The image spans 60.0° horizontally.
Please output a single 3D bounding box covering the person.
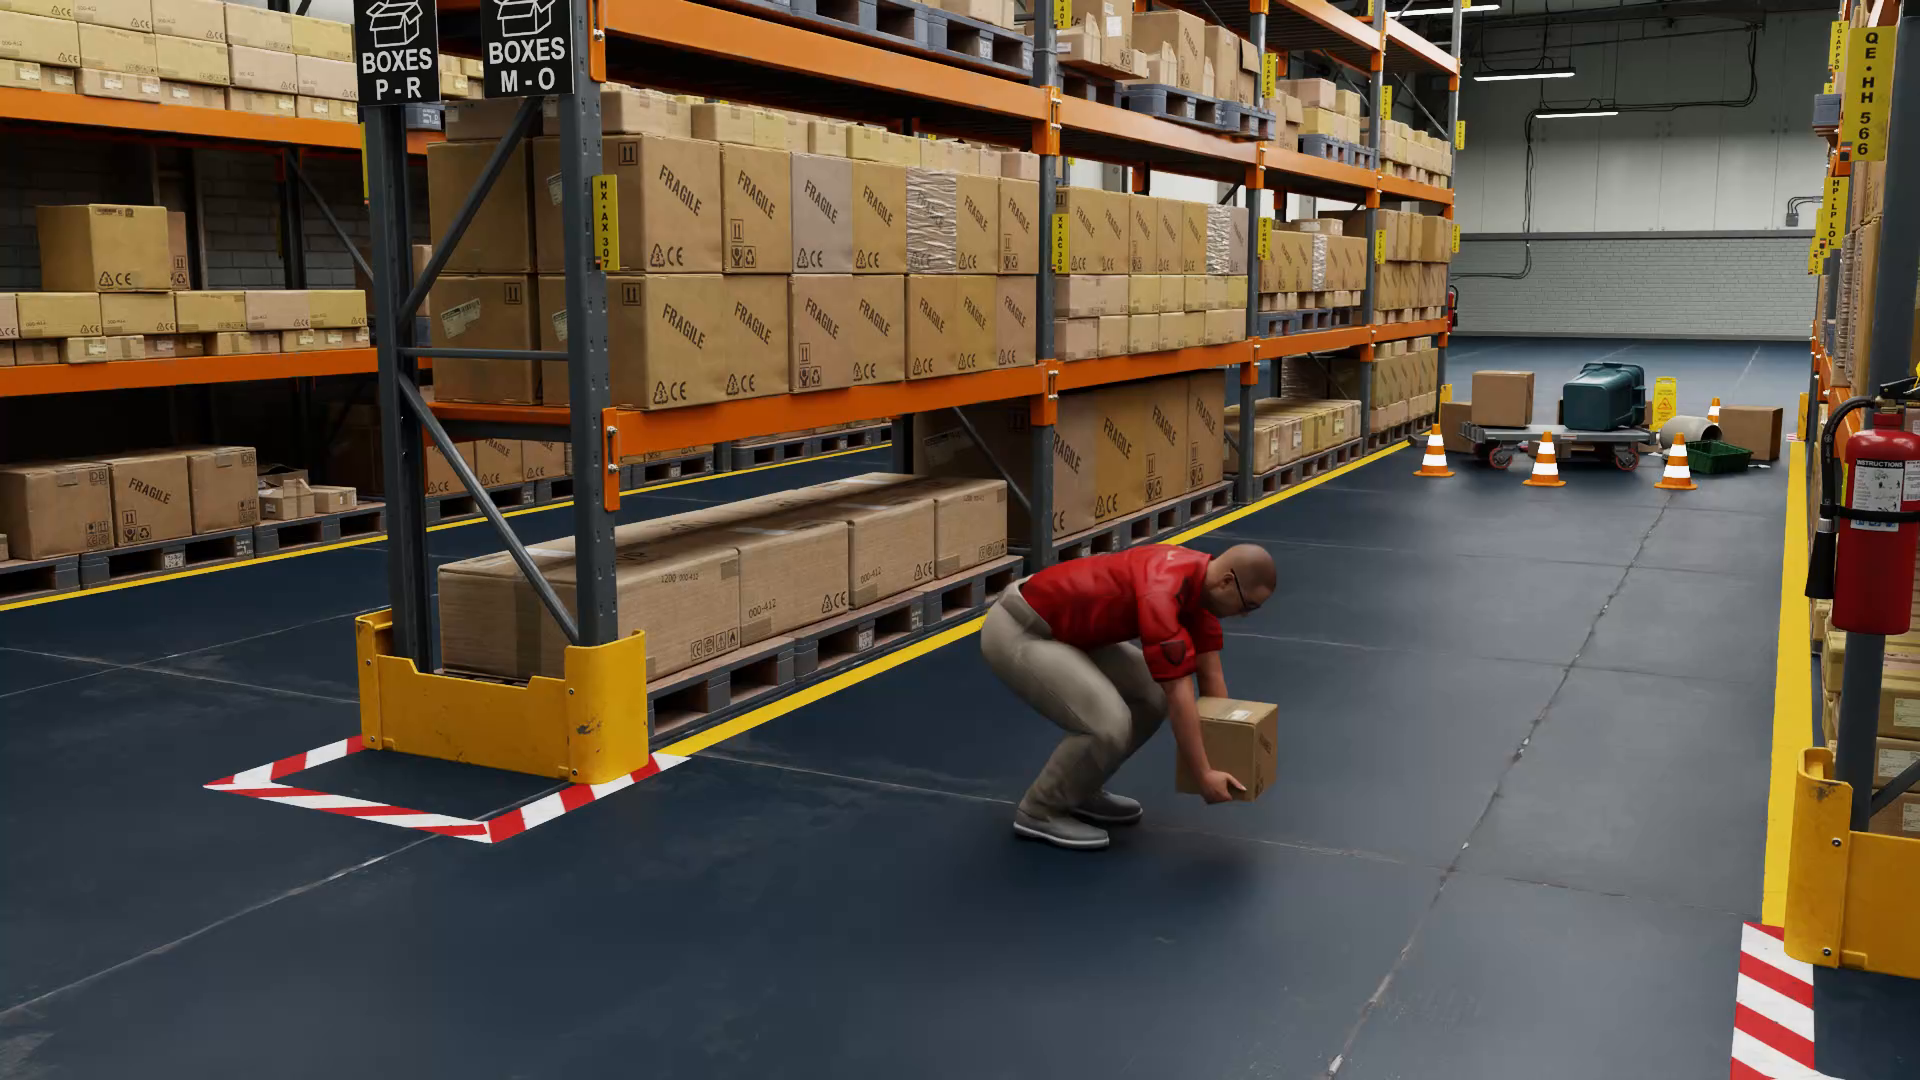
[{"bbox_3d":[0.536,0.474,5.330,0.931,0.980,0.539,4,10,24],"label":"person"}]
